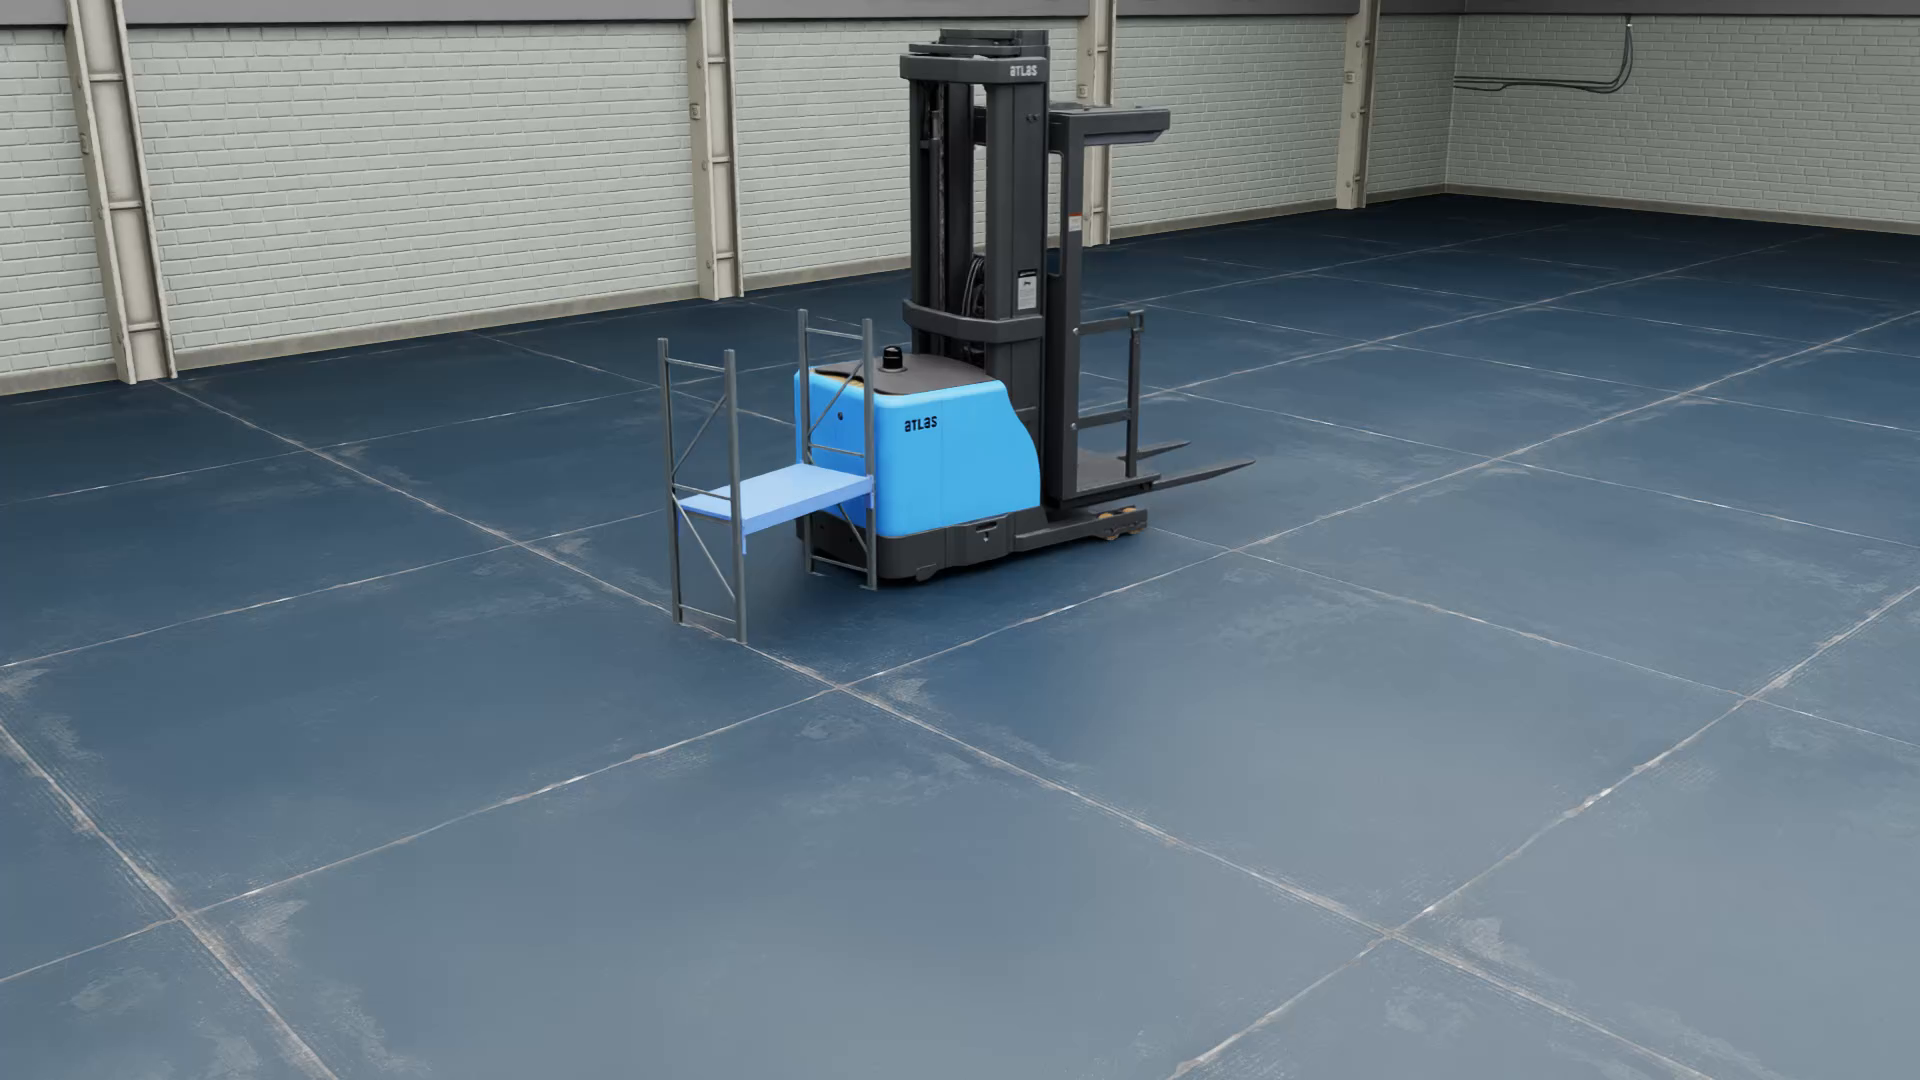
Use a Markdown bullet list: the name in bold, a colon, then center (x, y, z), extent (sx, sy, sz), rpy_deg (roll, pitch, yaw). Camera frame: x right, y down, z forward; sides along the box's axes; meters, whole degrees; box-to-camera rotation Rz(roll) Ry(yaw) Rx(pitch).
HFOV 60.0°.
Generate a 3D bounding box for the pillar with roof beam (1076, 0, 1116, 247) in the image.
- **pillar with roof beam**: center (4.705, -7.249, 17.753), extent (0.400, 9.000, 9.100), rpy_deg (-16, 24, -41)

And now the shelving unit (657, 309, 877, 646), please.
- **shelving unit**: center (-0.972, -0.357, 8.654), extent (0.538, 1.500, 1.048), rpy_deg (13, 22, 35)

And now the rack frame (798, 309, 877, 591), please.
- **rack frame**: center (-0.665, -0.482, 9.039), extent (0.500, 1.500, 0.032), rpy_deg (13, 22, 35)

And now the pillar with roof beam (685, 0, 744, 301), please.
- **pillar with roof beam**: center (0.346, -5.978, 13.832), extent (0.400, 9.000, 9.100), rpy_deg (-16, 24, -41)

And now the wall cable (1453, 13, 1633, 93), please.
- **wall cable**: center (9.156, -8.336, 26.140), extent (0.112, 2.526, 3.097), rpy_deg (-16, 24, -41)

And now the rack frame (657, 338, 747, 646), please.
- **rack frame**: center (-1.280, -0.232, 8.269), extent (0.500, 1.500, 0.032), rpy_deg (13, 22, 35)

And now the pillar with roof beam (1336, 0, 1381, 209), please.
- **pillar with roof beam**: center (9.065, -8.521, 21.675), extent (0.400, 9.000, 9.100), rpy_deg (-16, 24, -41)

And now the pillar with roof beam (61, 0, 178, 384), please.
- **pillar with roof beam**: center (-4.014, -4.707, 9.911), extent (0.400, 9.000, 9.100), rpy_deg (-16, 24, -41)

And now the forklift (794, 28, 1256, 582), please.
- **forklift**: center (0.521, -1.506, 9.877), extent (3.031, 2.935, 1.130), rpy_deg (-13, 22, -34)

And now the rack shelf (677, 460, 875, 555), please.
- **rack shelf**: center (-0.972, -0.186, 8.710), extent (0.538, 0.185, 1.000), rpy_deg (13, 22, 35)
